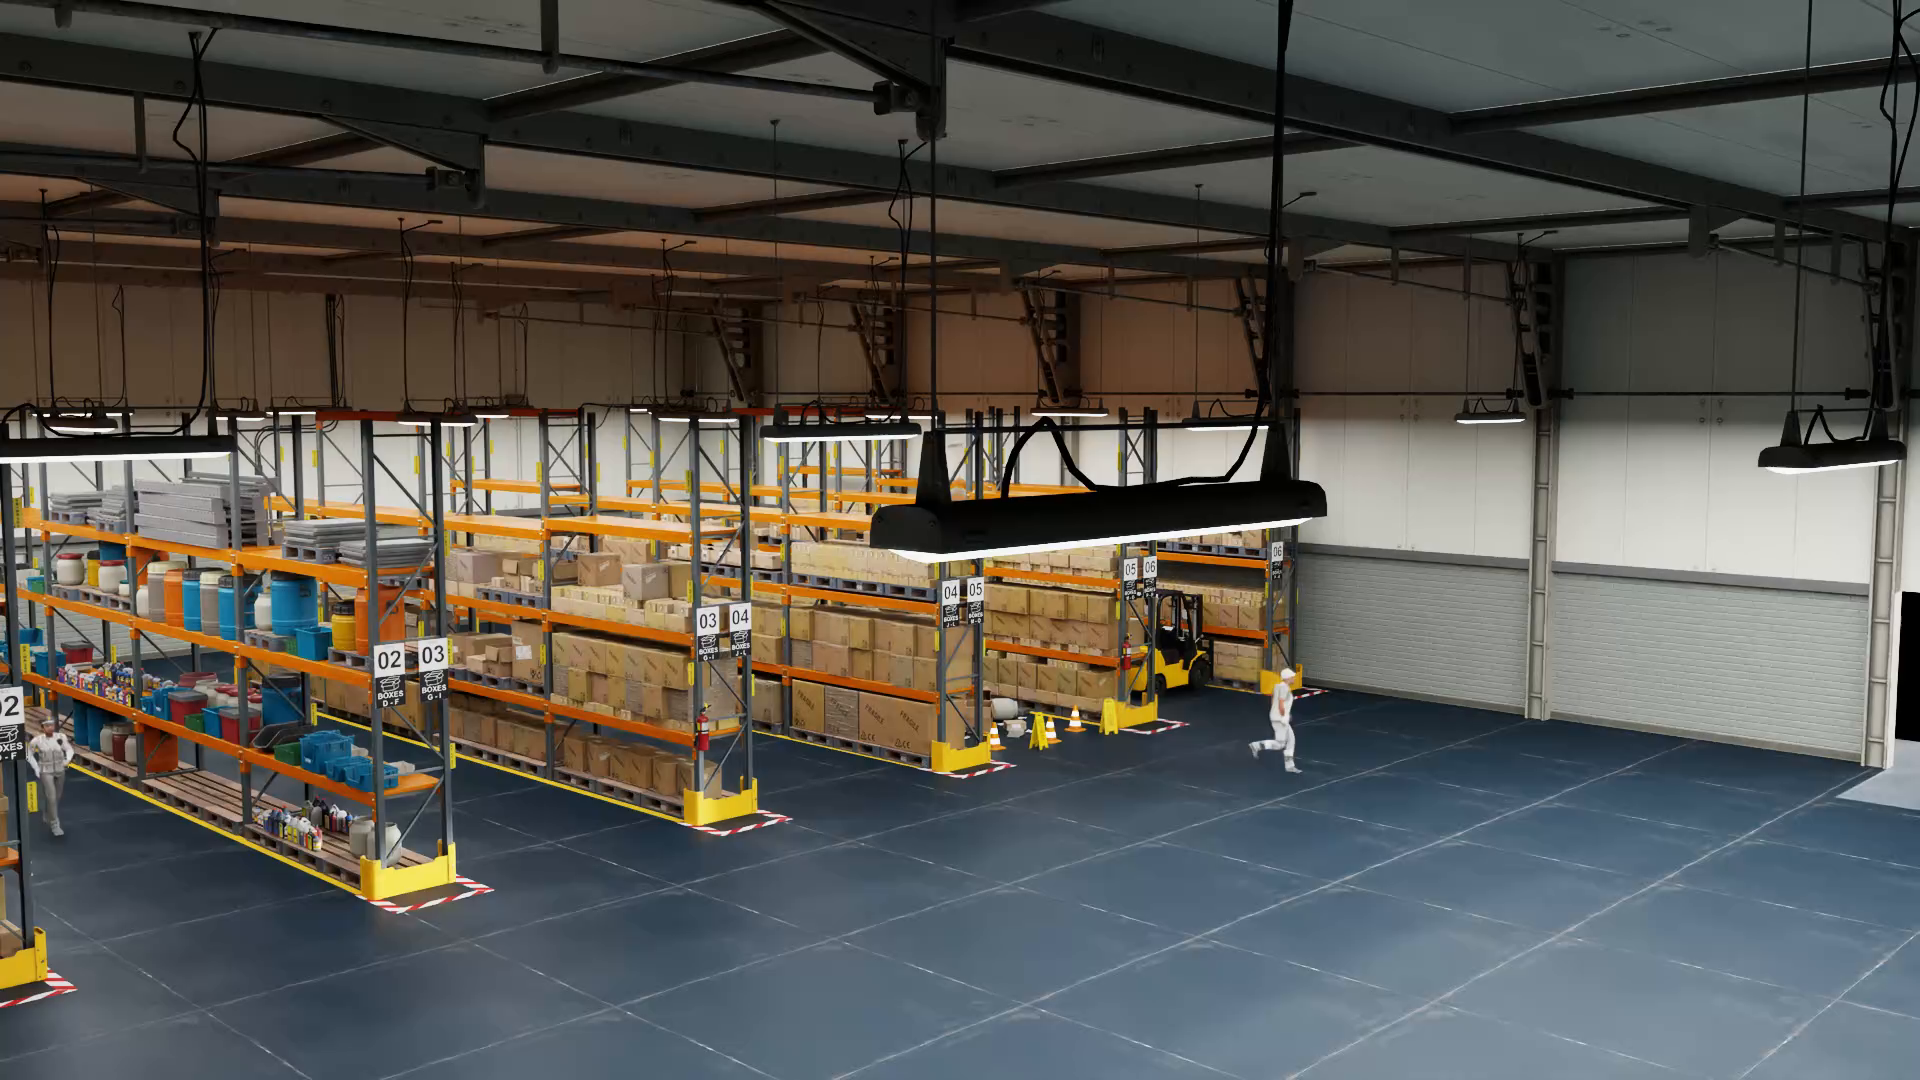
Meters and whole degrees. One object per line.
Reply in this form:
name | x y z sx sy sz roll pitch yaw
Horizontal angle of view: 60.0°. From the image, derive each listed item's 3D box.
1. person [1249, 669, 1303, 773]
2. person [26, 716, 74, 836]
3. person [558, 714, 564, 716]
person | 5.279 3.022 27.768 0.895 1.759 0.662 0 5 5
person | -13.069 3.344 23.927 0.610 1.694 0.840 -5 7 -44
person | -7.973 2.552 32.808 0.785 1.832 0.674 3 6 32
